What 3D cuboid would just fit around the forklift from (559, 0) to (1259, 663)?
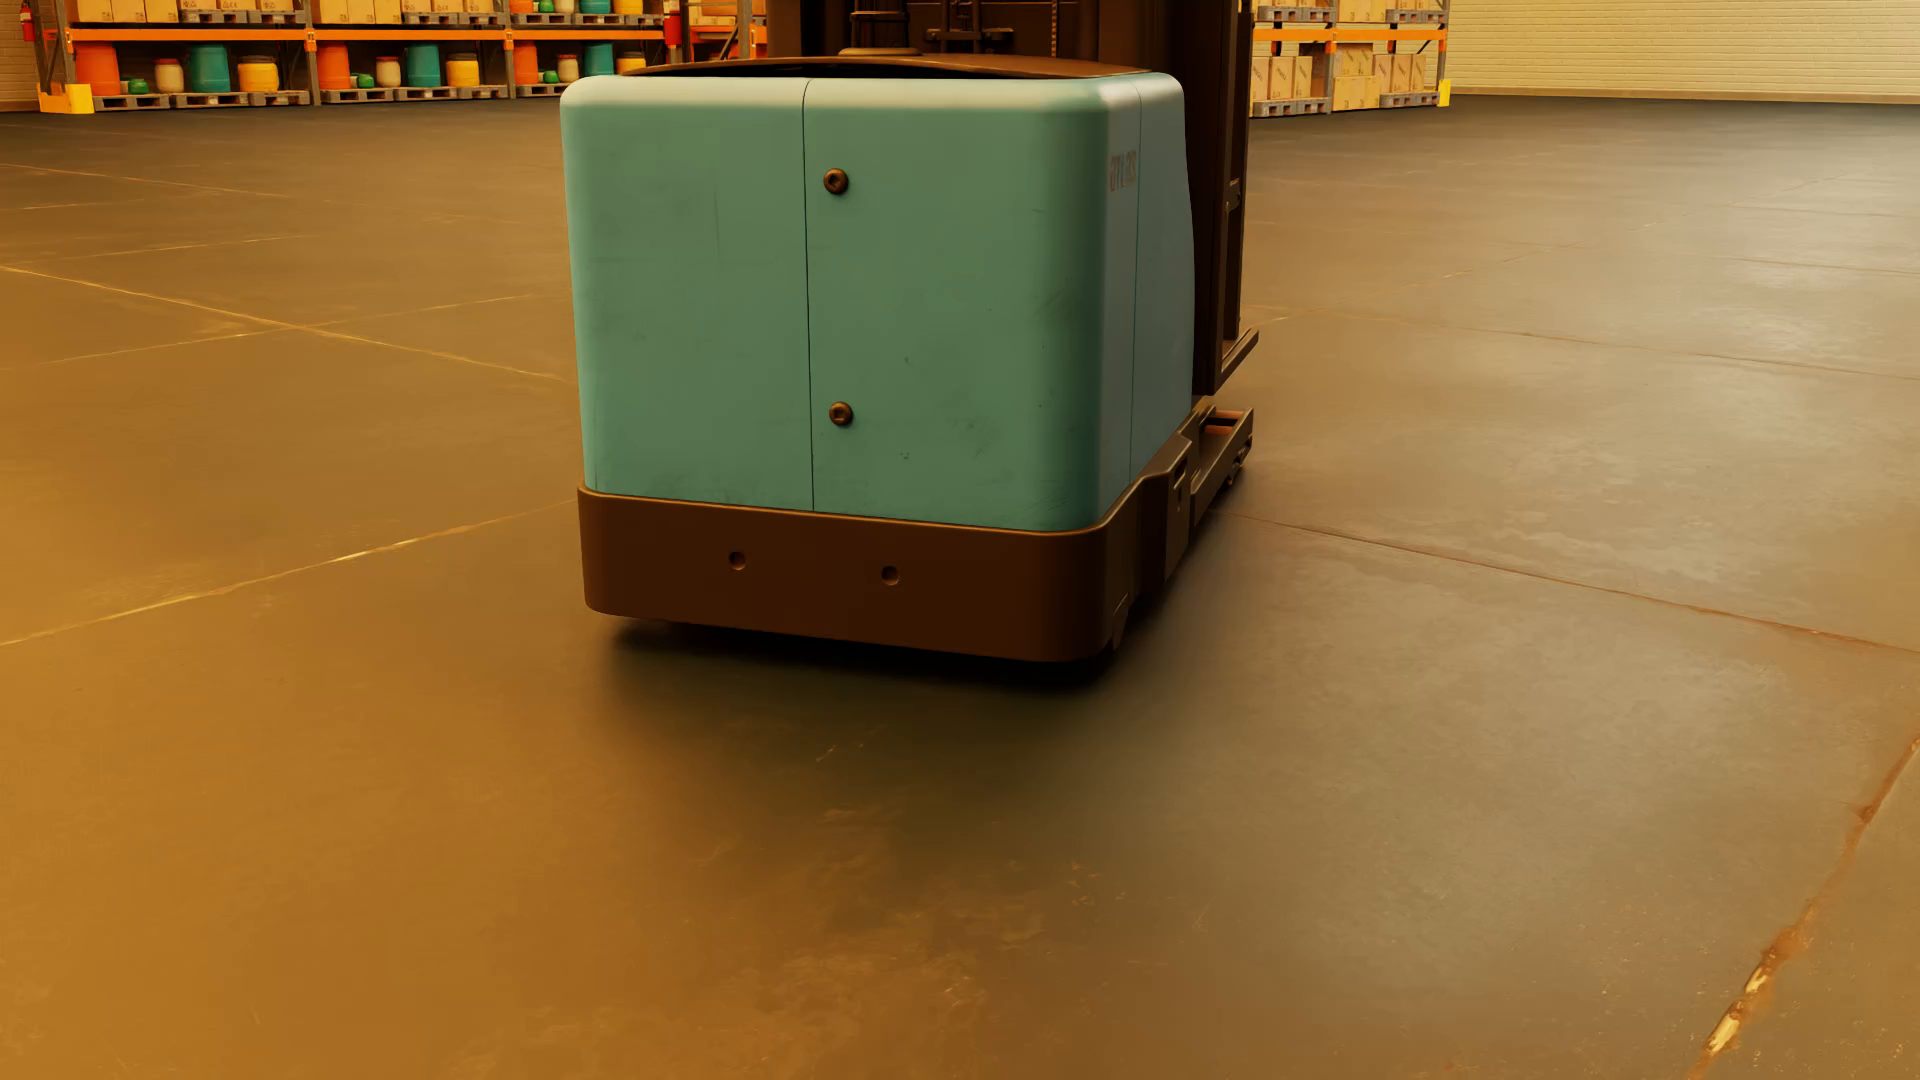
[{"bbox_3d":[0.182,-1.571,4.072,1.130,2.935,3.031,5,18,17],"label":"forklift"}]
